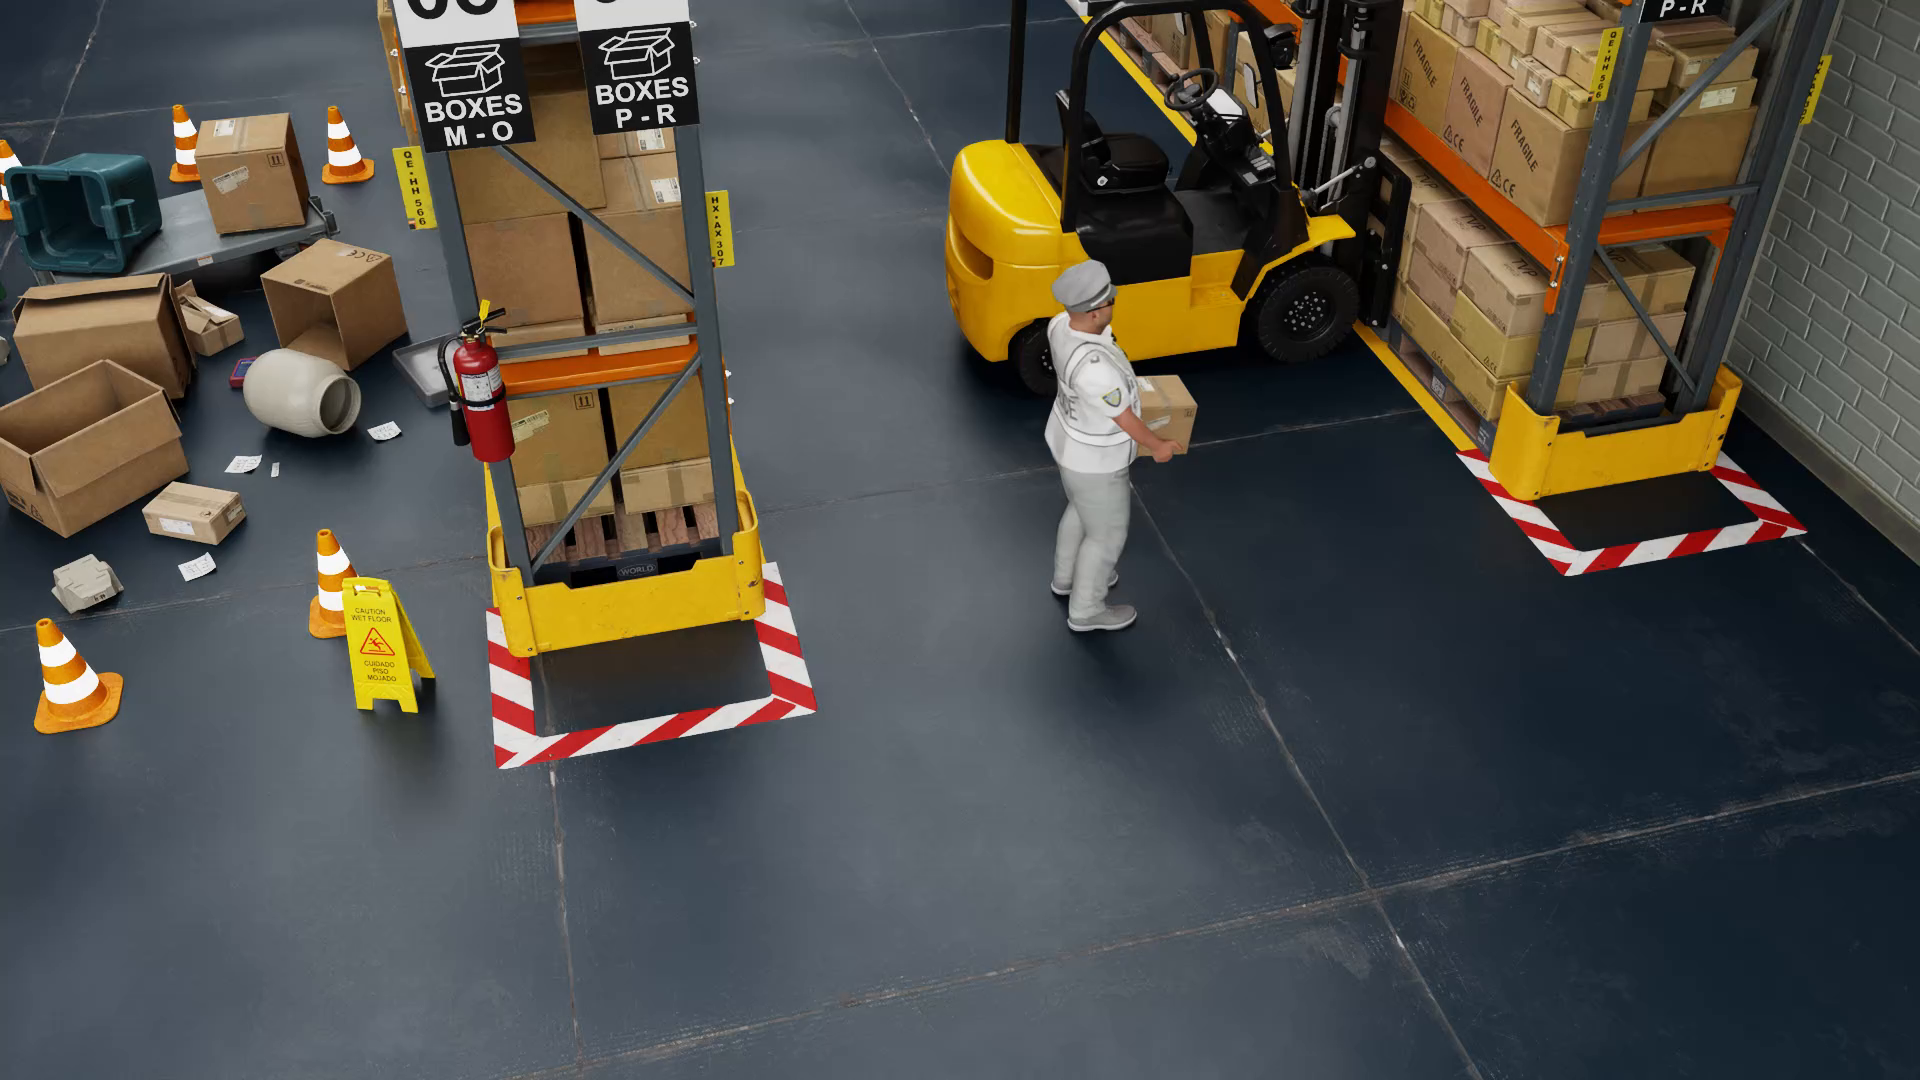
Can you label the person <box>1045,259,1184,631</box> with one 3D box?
[{"bbox_3d":[0.654,-0.415,7.229,0.560,1.766,0.495,-9,39,-11],"label":"person"}]
